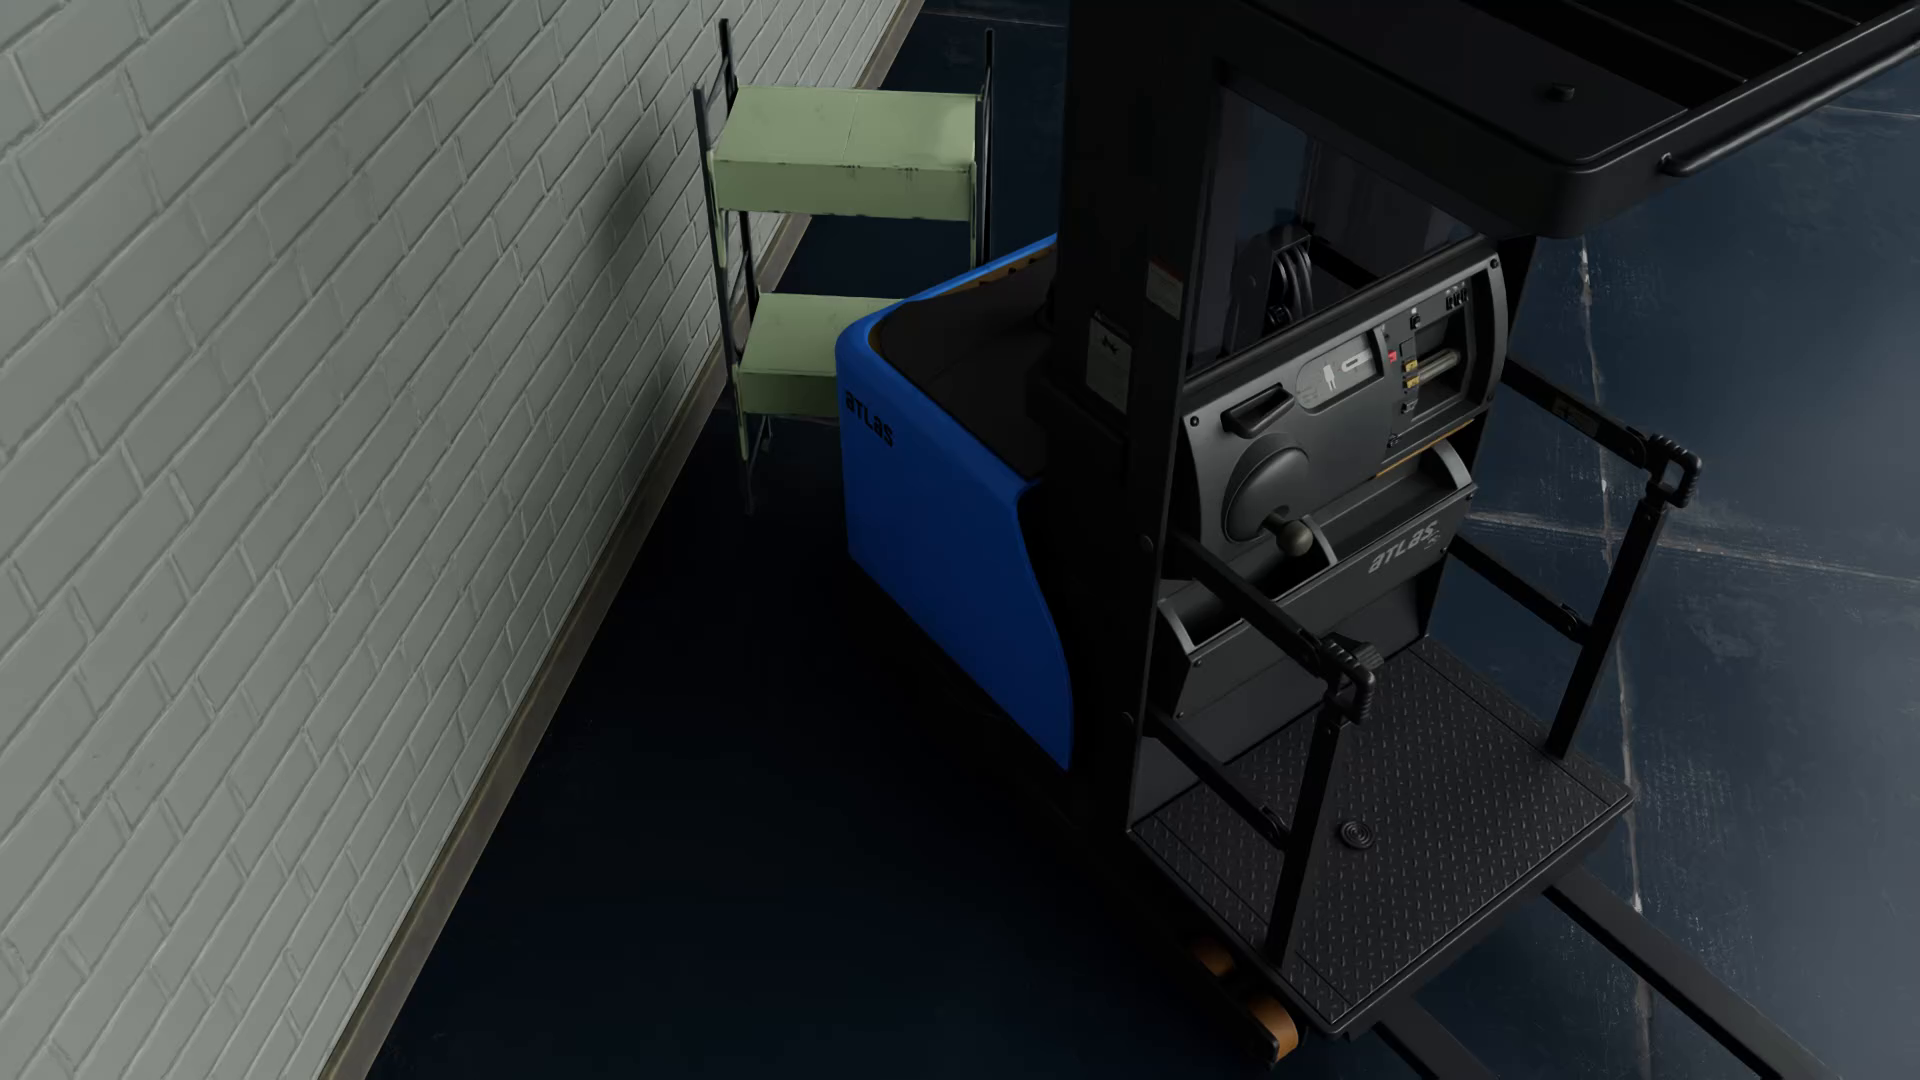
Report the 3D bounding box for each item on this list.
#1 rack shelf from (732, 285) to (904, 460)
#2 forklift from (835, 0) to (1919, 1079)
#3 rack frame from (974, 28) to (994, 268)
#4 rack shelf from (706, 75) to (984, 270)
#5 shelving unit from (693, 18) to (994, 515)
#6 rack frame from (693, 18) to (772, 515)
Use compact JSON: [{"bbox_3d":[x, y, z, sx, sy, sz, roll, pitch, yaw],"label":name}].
[{"bbox_3d":[-0.299,-0.503,5.162,0.720,0.370,0.431,3,44,3],"label":"rack shelf"},{"bbox_3d":[0.950,-0.209,3.353,1.130,2.935,3.031,-28,50,-26],"label":"forklift"},{"bbox_3d":[0.066,-0.718,4.914,0.023,1.500,0.400,3,44,3],"label":"rack frame"},{"bbox_3d":[-0.299,-1.020,4.665,0.720,0.370,0.431,3,44,3],"label":"rack shelf"},{"bbox_3d":[-0.299,-0.738,4.936,0.755,1.500,0.431,3,44,3],"label":"shelving unit"},{"bbox_3d":[-0.664,-0.759,4.957,0.023,1.500,0.400,3,44,3],"label":"rack frame"}]
